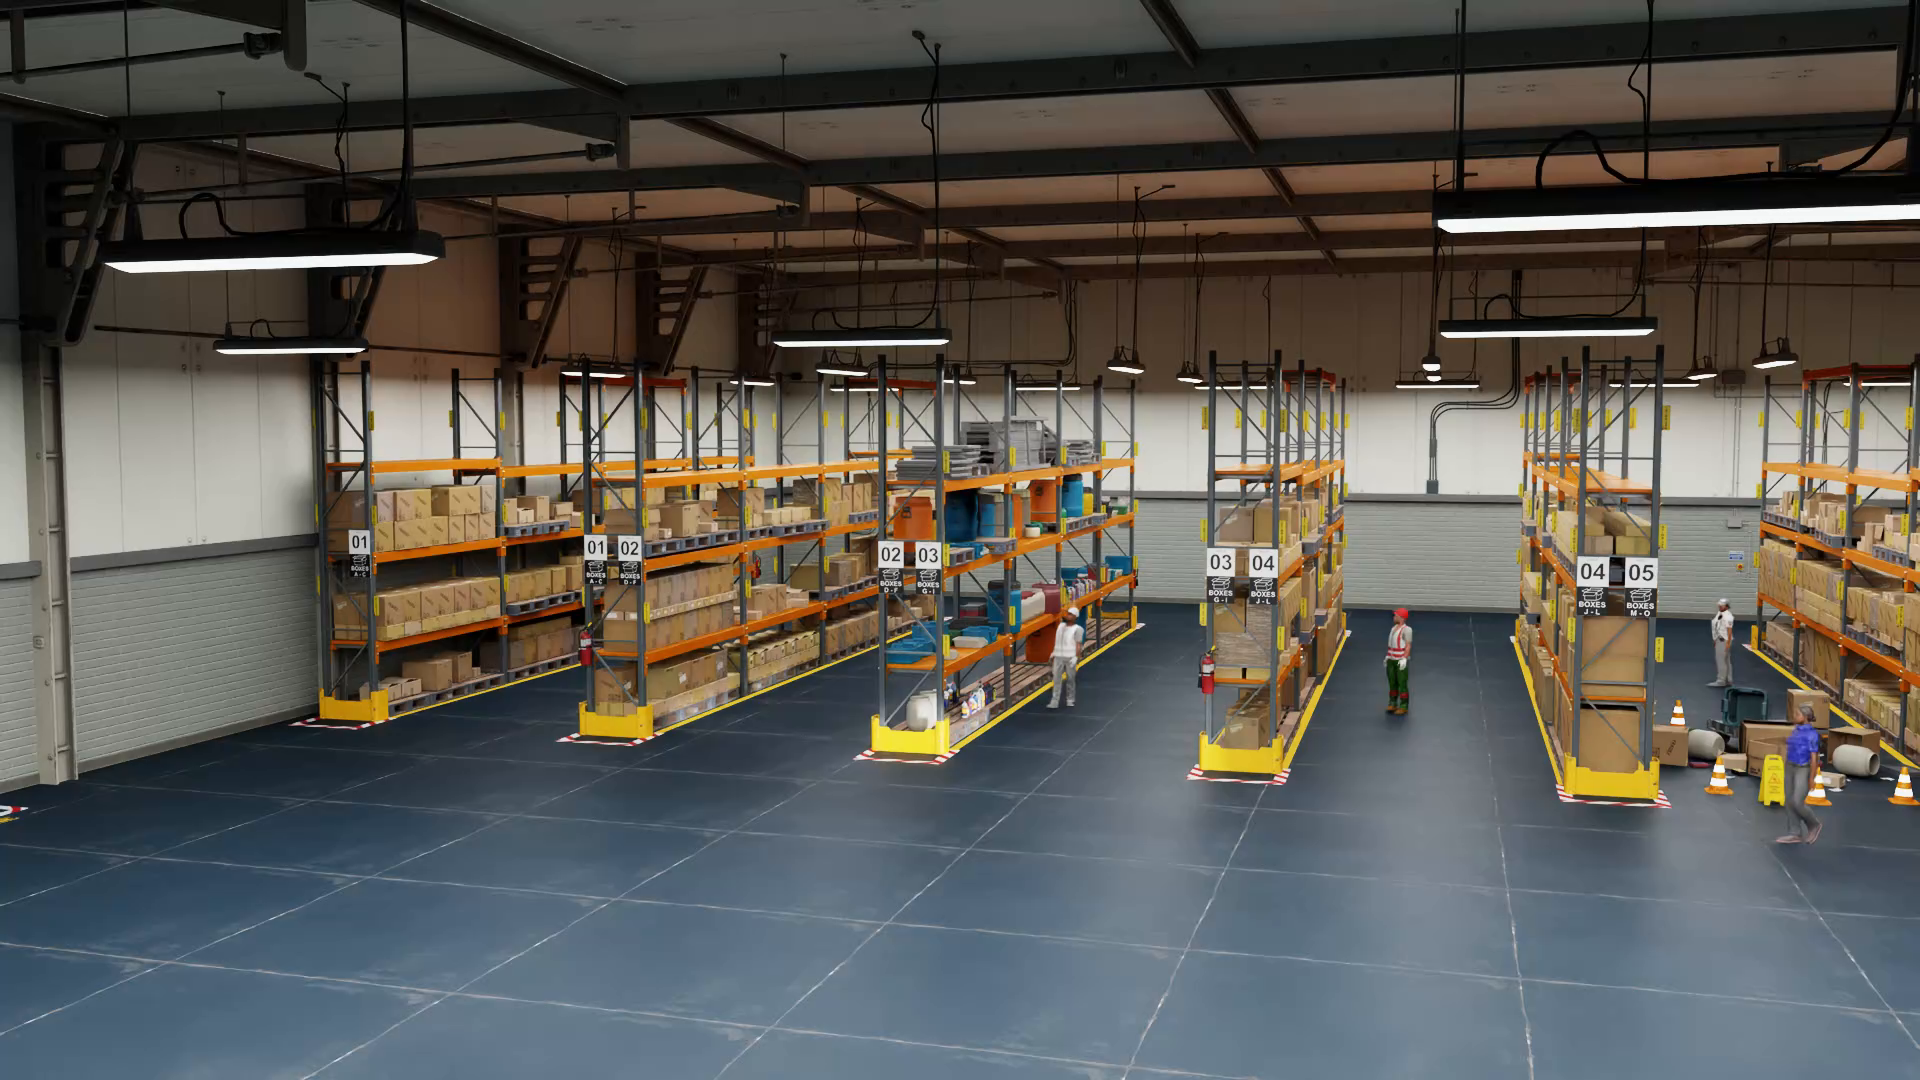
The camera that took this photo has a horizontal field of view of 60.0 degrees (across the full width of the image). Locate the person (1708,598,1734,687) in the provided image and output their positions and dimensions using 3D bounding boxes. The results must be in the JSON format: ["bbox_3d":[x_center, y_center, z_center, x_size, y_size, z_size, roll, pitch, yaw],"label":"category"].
[{"bbox_3d":[14.423,1.933,31.463,0.429,1.667,0.510,2,5,25],"label":"person"}]

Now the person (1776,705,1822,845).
[{"bbox_3d":[9.873,2.764,19.562,0.427,1.649,0.475,-1,4,-18],"label":"person"}]

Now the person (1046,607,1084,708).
[{"bbox_3d":[1.805,2.057,28.937,0.641,1.763,0.638,2,4,22],"label":"person"}]

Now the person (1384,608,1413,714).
[{"bbox_3d":[7.530,2.074,28.614,0.400,1.806,0.587,-3,5,-32],"label":"person"}]
